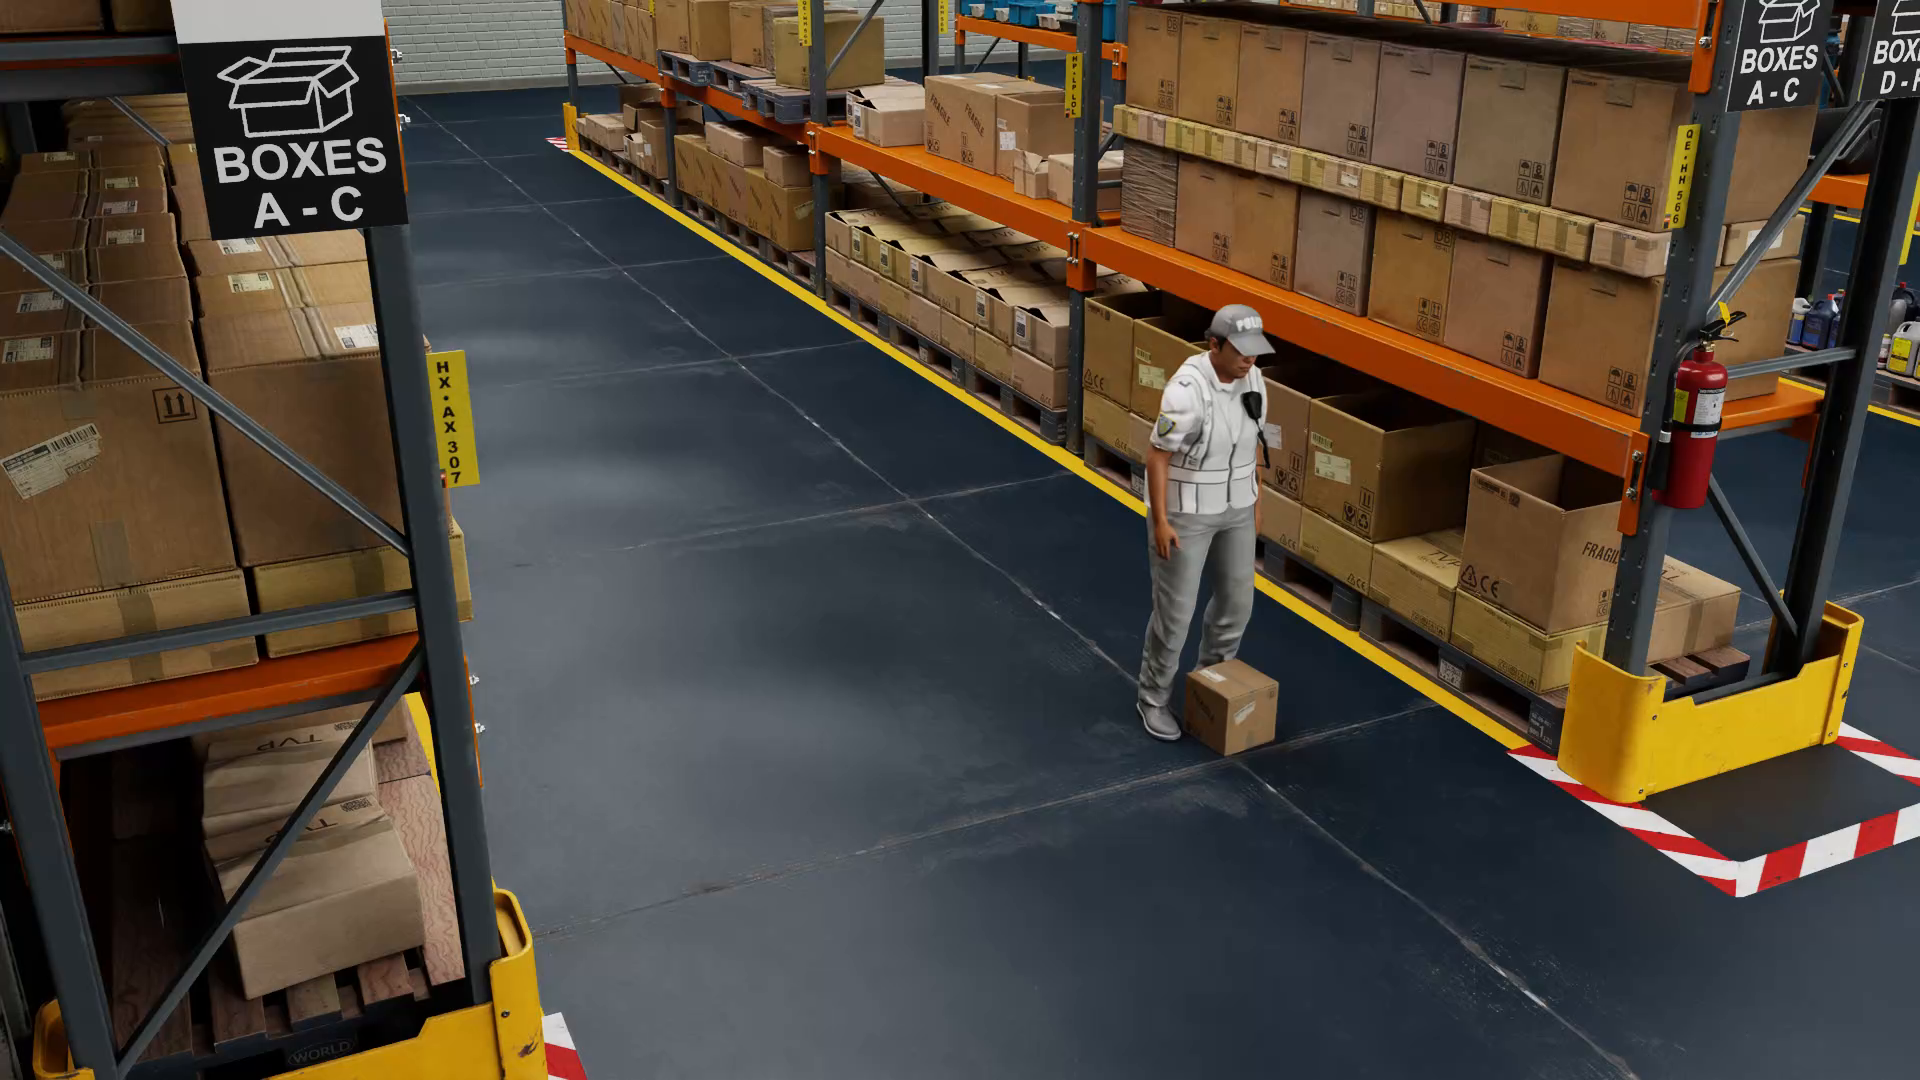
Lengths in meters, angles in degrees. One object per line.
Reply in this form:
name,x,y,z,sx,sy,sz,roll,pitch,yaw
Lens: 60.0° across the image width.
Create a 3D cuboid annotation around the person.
person,0.937,-0.086,6.295,0.549,1.664,0.470,-12,25,-27
